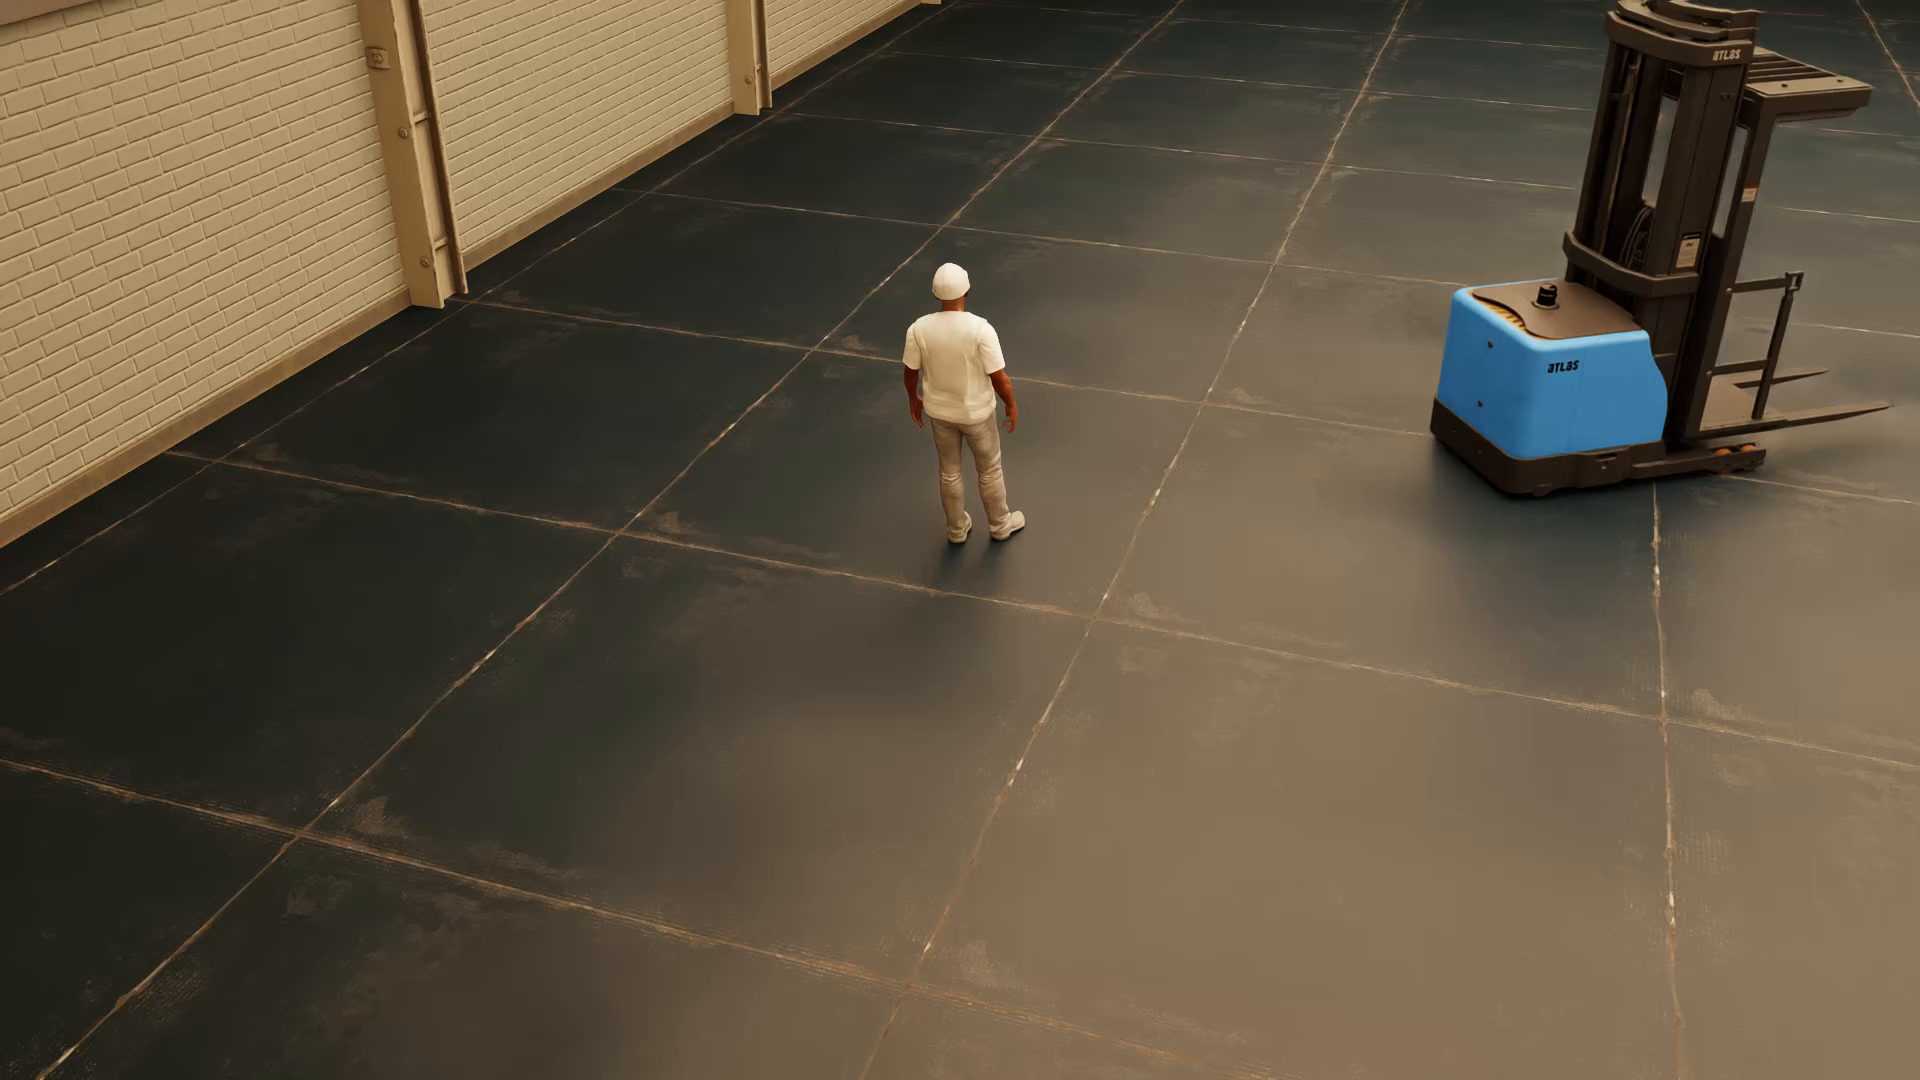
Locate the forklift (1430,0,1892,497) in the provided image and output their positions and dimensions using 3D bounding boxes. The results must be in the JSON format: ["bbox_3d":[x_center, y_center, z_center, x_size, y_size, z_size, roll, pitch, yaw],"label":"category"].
[{"bbox_3d":[4.756,-1.943,10.546,3.031,2.935,1.130,-8,31,-14],"label":"forklift"}]

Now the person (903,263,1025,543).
[{"bbox_3d":[0.028,-0.805,9.710,0.665,1.765,0.577,10,31,16],"label":"person"}]
